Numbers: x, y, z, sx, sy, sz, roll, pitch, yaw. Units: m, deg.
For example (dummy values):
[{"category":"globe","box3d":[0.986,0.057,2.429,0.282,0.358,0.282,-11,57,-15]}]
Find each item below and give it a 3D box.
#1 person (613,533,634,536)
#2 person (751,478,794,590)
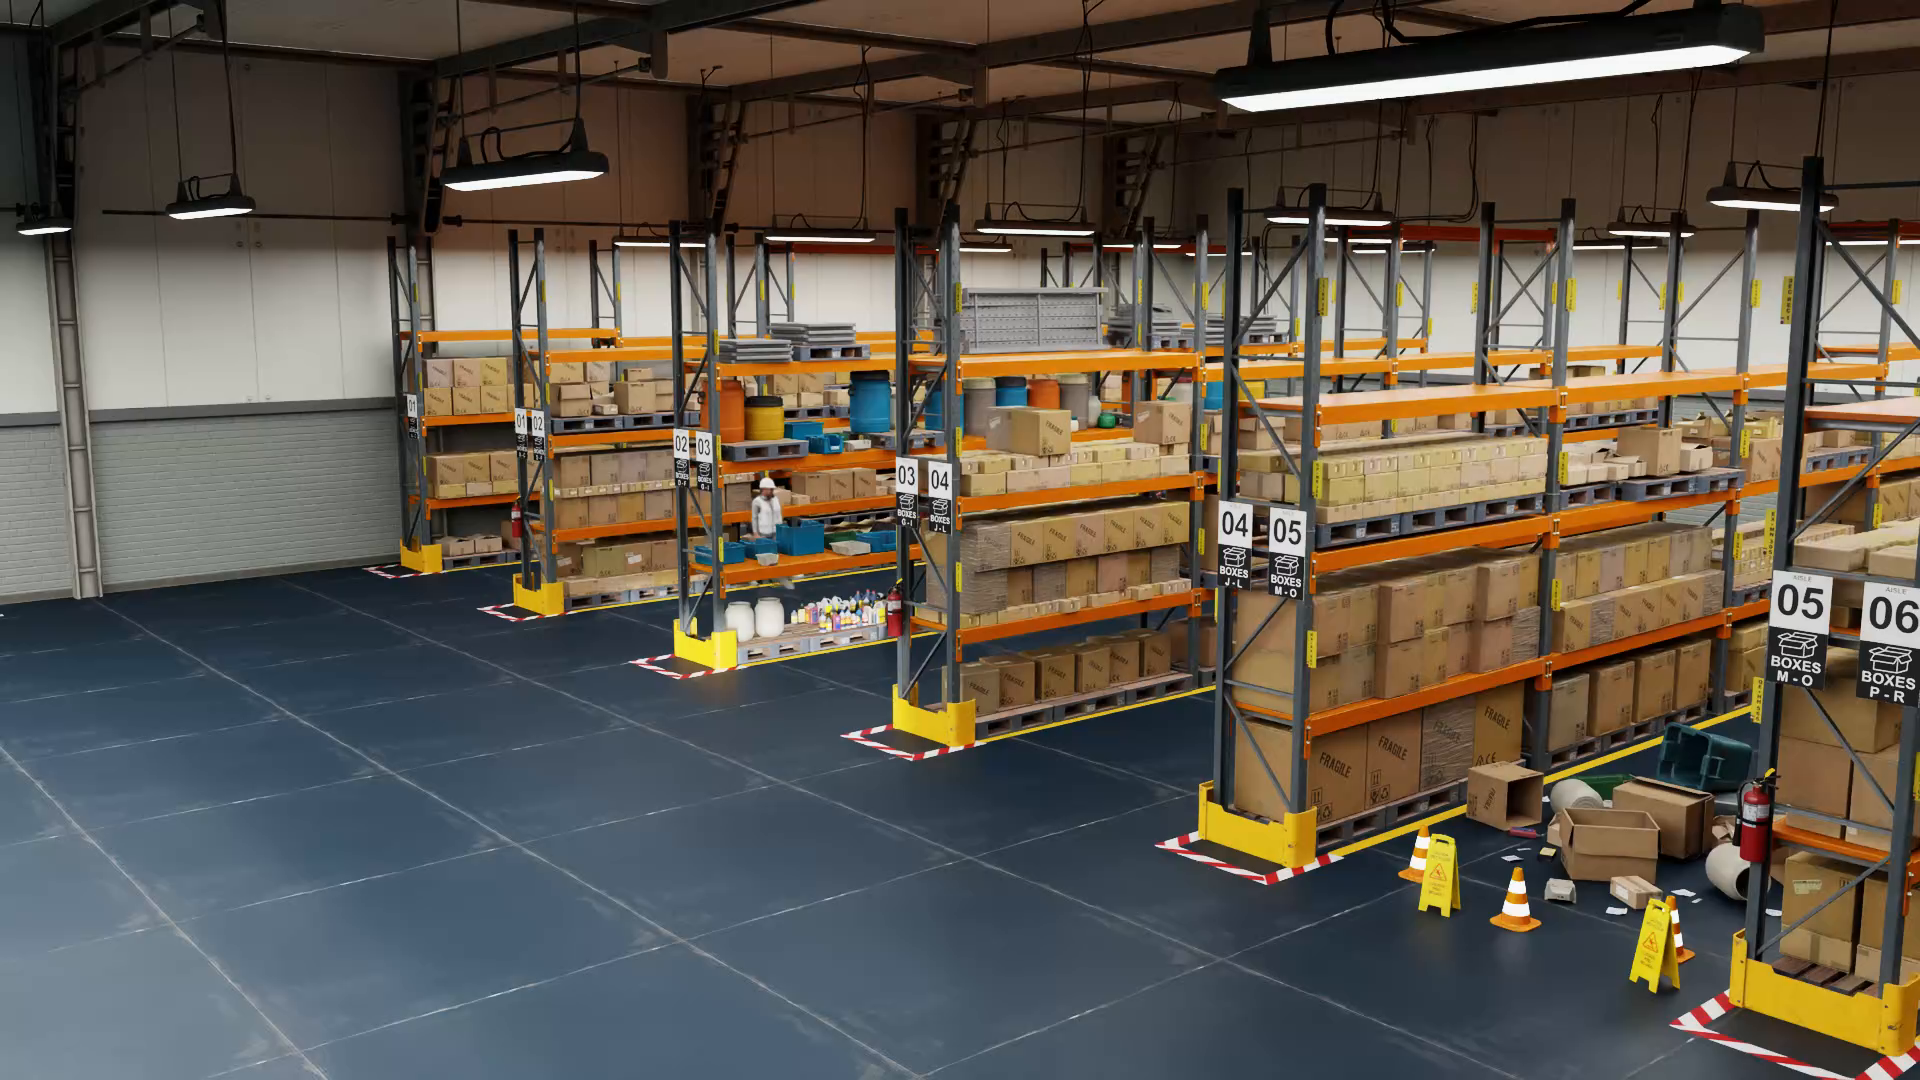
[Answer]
[{"category":"person","box3d":[-5.998,-0.186,29.447,0.562,1.749,0.555,-2,9,-12]},{"category":"person","box3d":[-3.089,-0.105,26.837,0.617,1.822,0.502,-5,10,-29]}]
